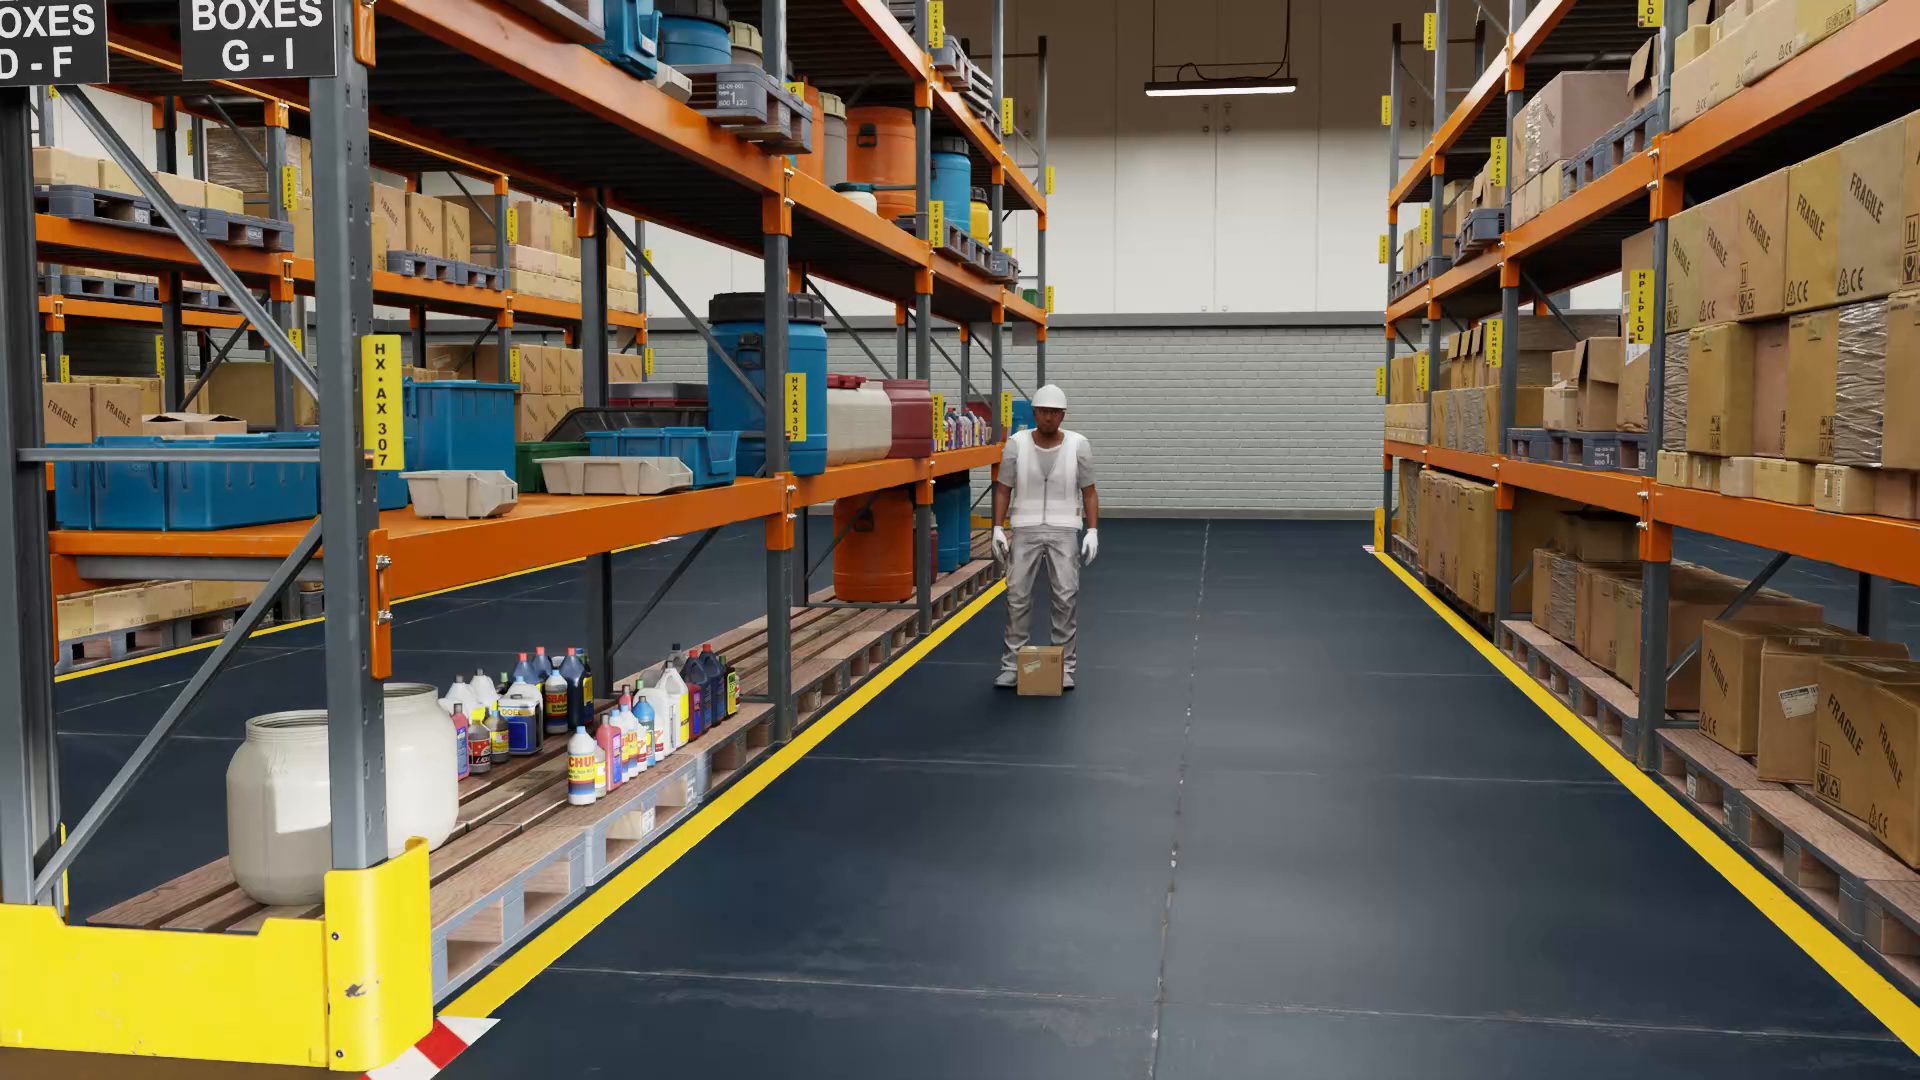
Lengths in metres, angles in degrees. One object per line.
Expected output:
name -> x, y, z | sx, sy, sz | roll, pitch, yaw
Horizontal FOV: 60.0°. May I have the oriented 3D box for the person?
person -> 0.502, -0.021, 9.776 | 0.629, 1.775, 0.444 | 0, 4, 6
